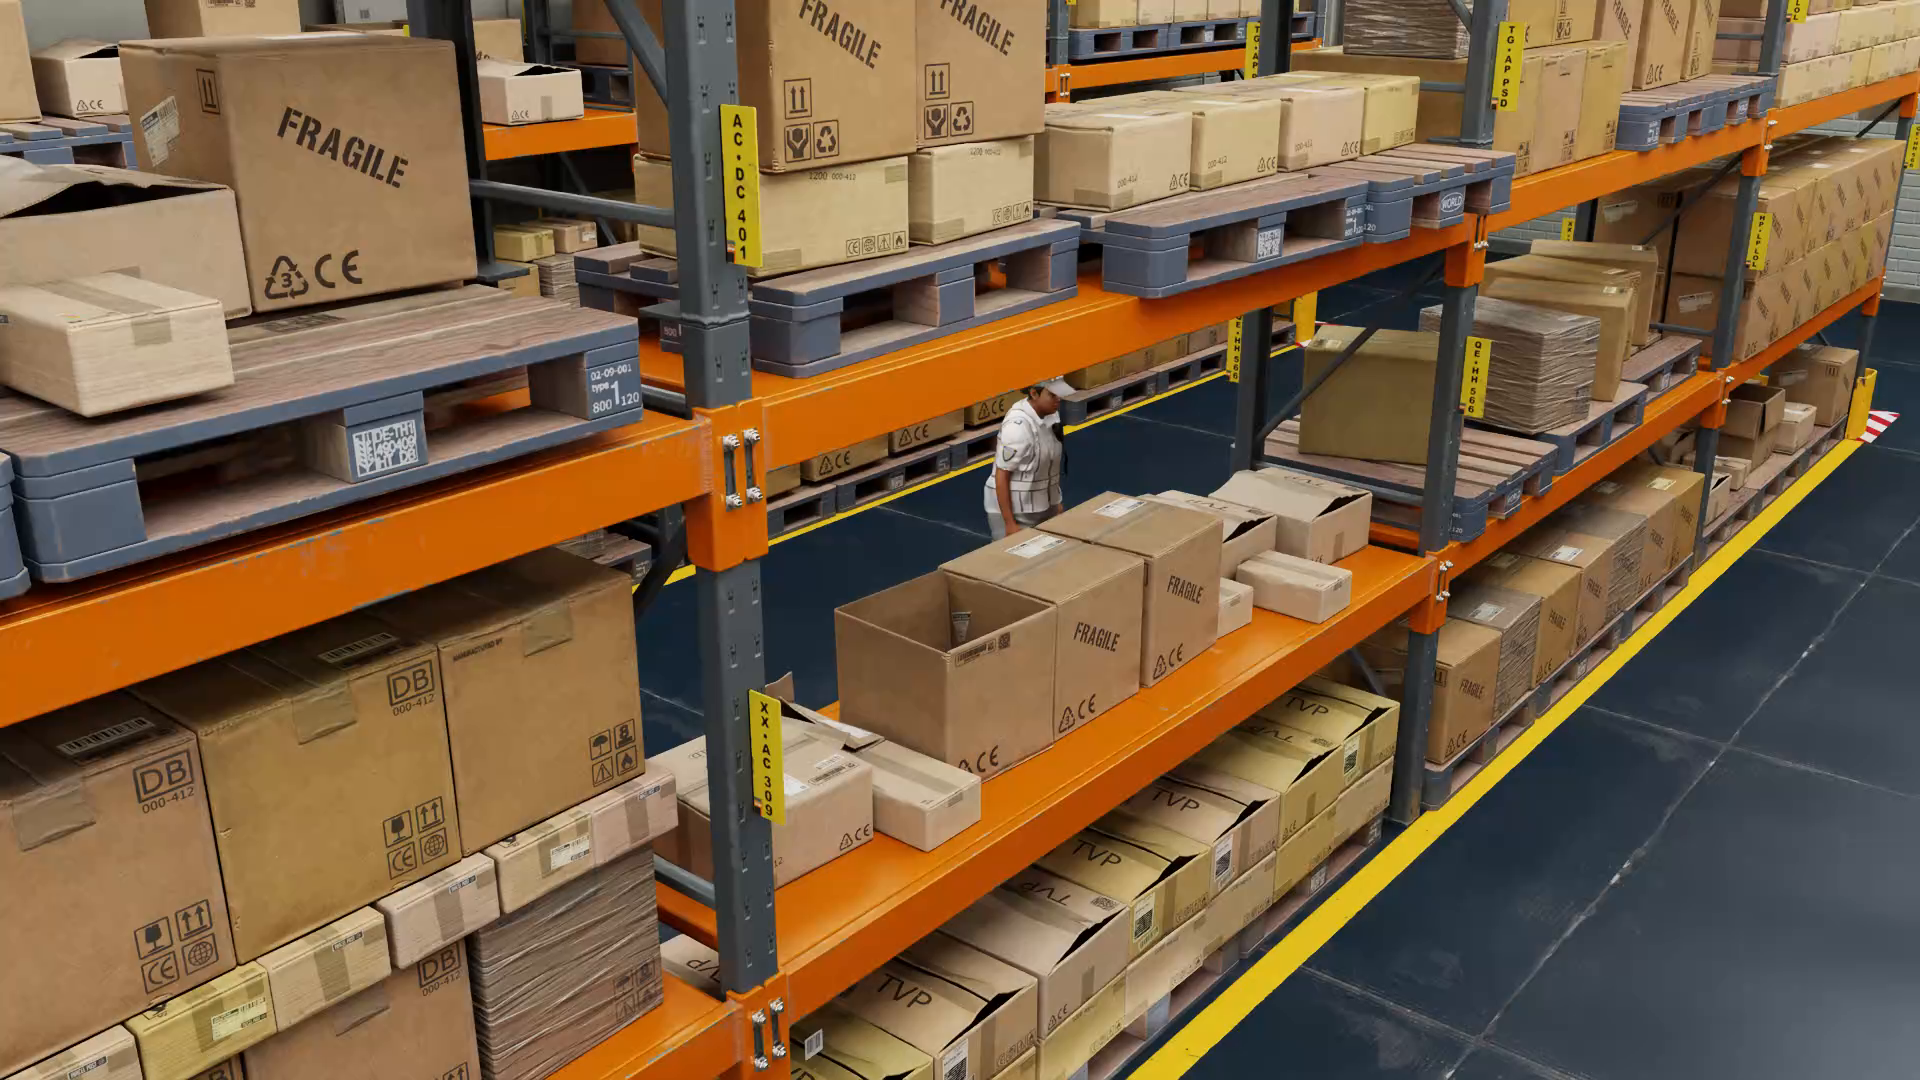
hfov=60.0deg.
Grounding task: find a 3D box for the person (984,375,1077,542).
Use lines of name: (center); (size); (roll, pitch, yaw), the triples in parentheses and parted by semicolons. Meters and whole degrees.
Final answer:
person: (0.382, -0.137, 8.934); (0.462, 1.667, 0.564); (14, 25, 34)
